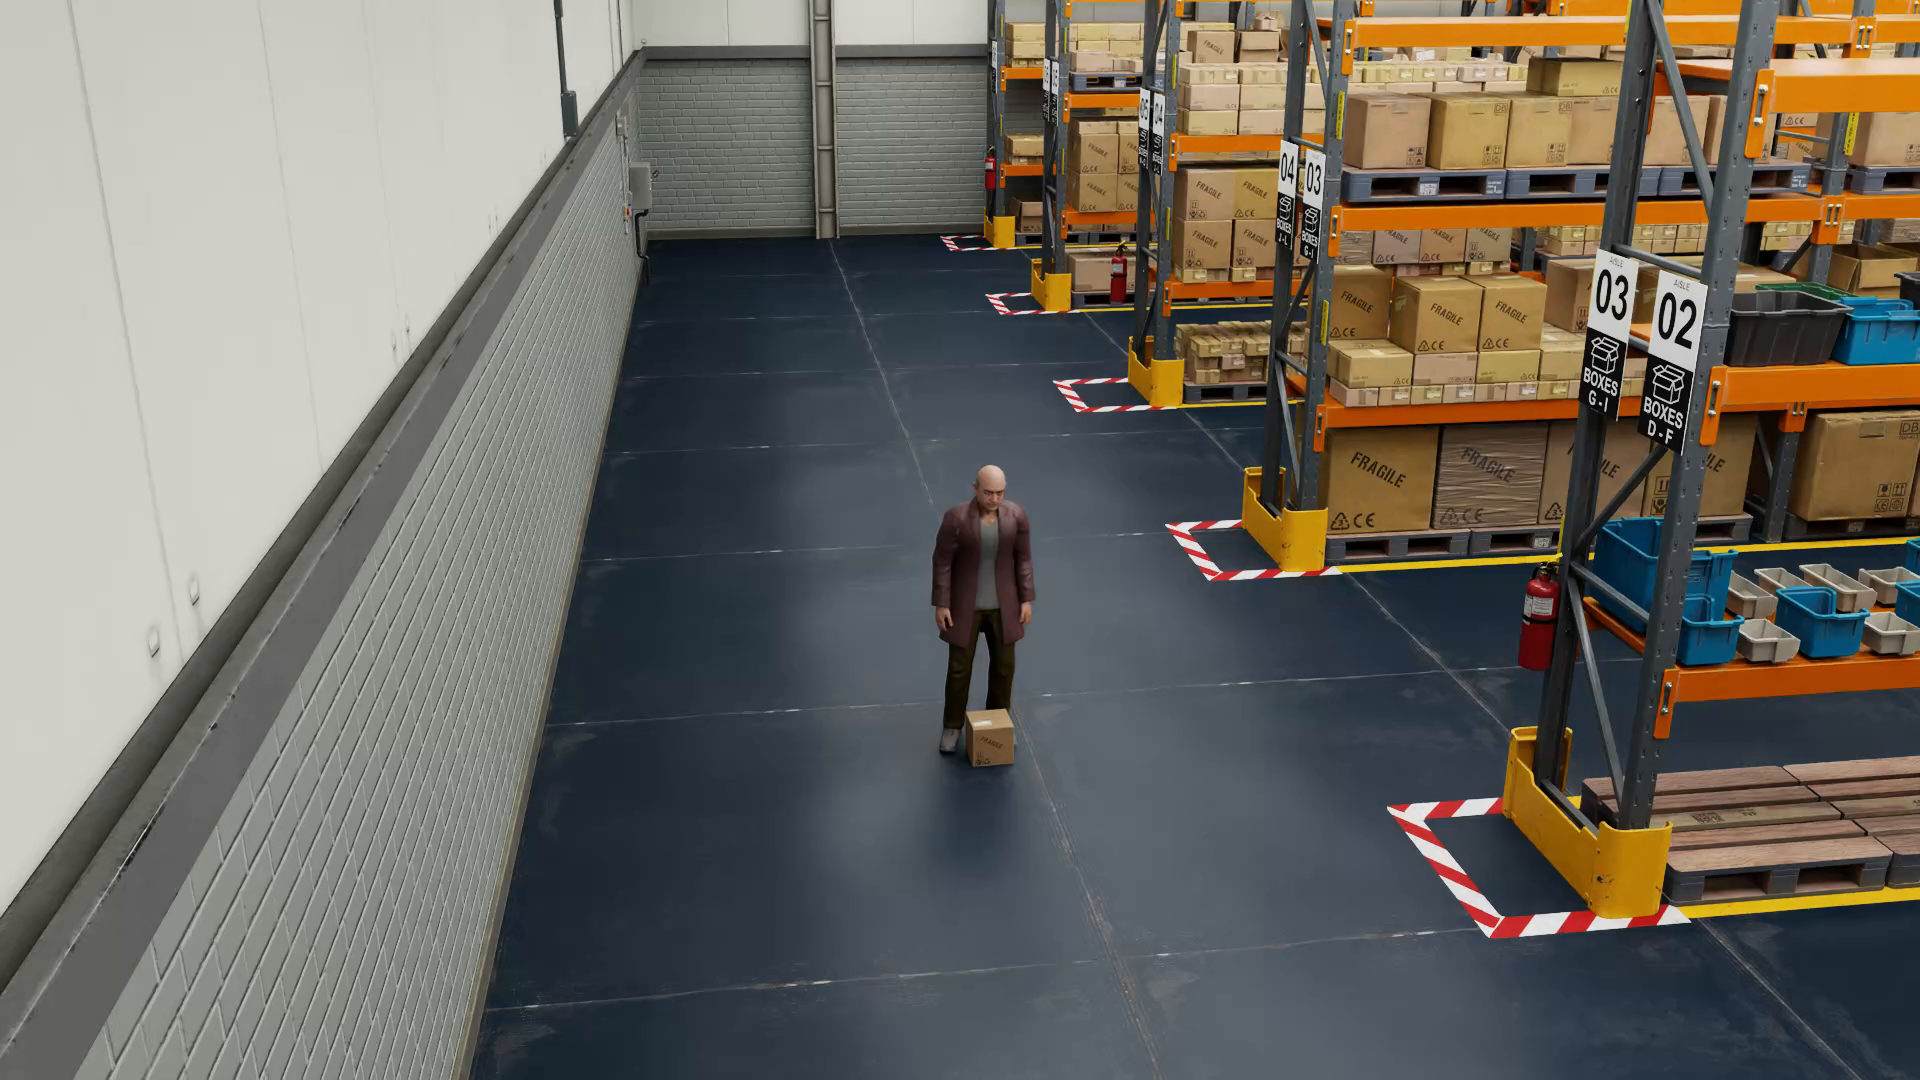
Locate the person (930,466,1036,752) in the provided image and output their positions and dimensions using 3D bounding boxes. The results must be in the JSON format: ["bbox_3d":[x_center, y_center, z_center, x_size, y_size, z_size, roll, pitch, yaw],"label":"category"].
[{"bbox_3d":[0.138,0.392,9.999,0.644,1.774,0.420,-3,20,-8],"label":"person"}]
